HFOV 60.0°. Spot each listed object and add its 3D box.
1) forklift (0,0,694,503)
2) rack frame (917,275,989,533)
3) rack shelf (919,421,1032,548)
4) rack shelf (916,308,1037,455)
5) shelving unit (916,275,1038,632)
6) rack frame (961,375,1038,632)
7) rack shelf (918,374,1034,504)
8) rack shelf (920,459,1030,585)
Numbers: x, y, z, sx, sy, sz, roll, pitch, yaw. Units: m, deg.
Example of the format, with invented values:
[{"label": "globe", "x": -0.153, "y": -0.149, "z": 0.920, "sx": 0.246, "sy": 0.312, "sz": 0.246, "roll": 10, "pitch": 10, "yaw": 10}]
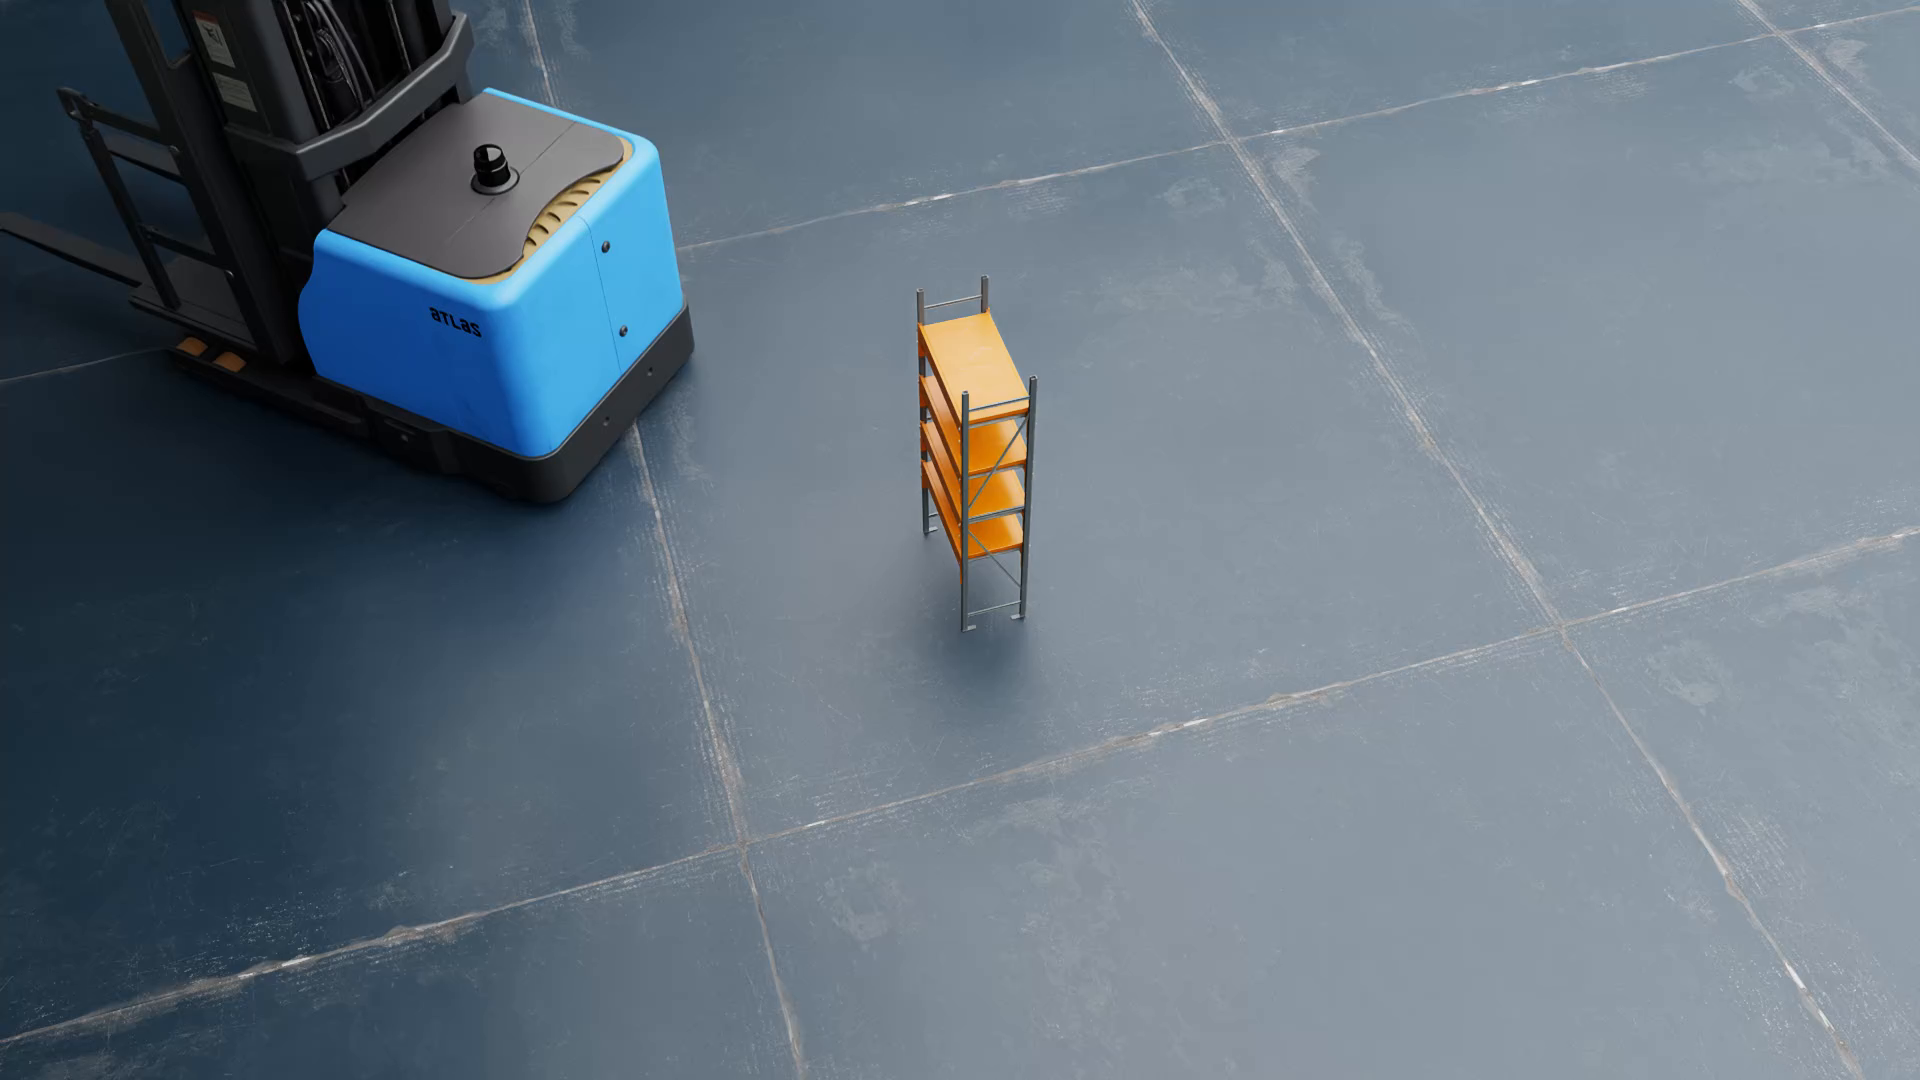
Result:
[{"label": "forklift", "x": -2.643, "y": -1.883, "z": 5.920, "sx": 3.031, "sy": 2.935, "sz": 1.130, "roll": 21, "pitch": 53, "yaw": 17}, {"label": "rack frame", "x": -0.023, "y": -0.444, "z": 5.840, "sx": 0.240, "sy": 1.200, "sz": 0.015, "roll": -13, "pitch": 51, "yaw": -11}, {"label": "rack shelf", "x": 0.049, "y": -0.222, "z": 5.741, "sx": 0.258, "sy": 0.148, "sz": 0.480, "roll": -13, "pitch": 51, "yaw": -11}, {"label": "rack shelf", "x": 0.049, "y": -0.519, "z": 5.389, "sx": 0.258, "sy": 0.148, "sz": 0.480, "roll": -13, "pitch": 51, "yaw": -11}, {"label": "shelving unit", "x": 0.049, "y": -0.266, "z": 5.689, "sx": 0.258, "sy": 1.200, "sz": 0.503, "roll": -13, "pitch": 51, "yaw": -11}, {"label": "rack frame", "x": 0.121, "y": -0.088, "z": 5.539, "sx": 0.240, "sy": 1.200, "sz": 0.015, "roll": -13, "pitch": 51, "yaw": -11}, {"label": "rack shelf", "x": 0.049, "y": -0.367, "z": 5.570, "sx": 0.258, "sy": 0.148, "sz": 0.480, "roll": -13, "pitch": 51, "yaw": -11}, {"label": "rack shelf", "x": 0.049, "y": -0.094, "z": 5.893, "sx": 0.258, "sy": 0.148, "sz": 0.480, "roll": -13, "pitch": 51, "yaw": -11}]
